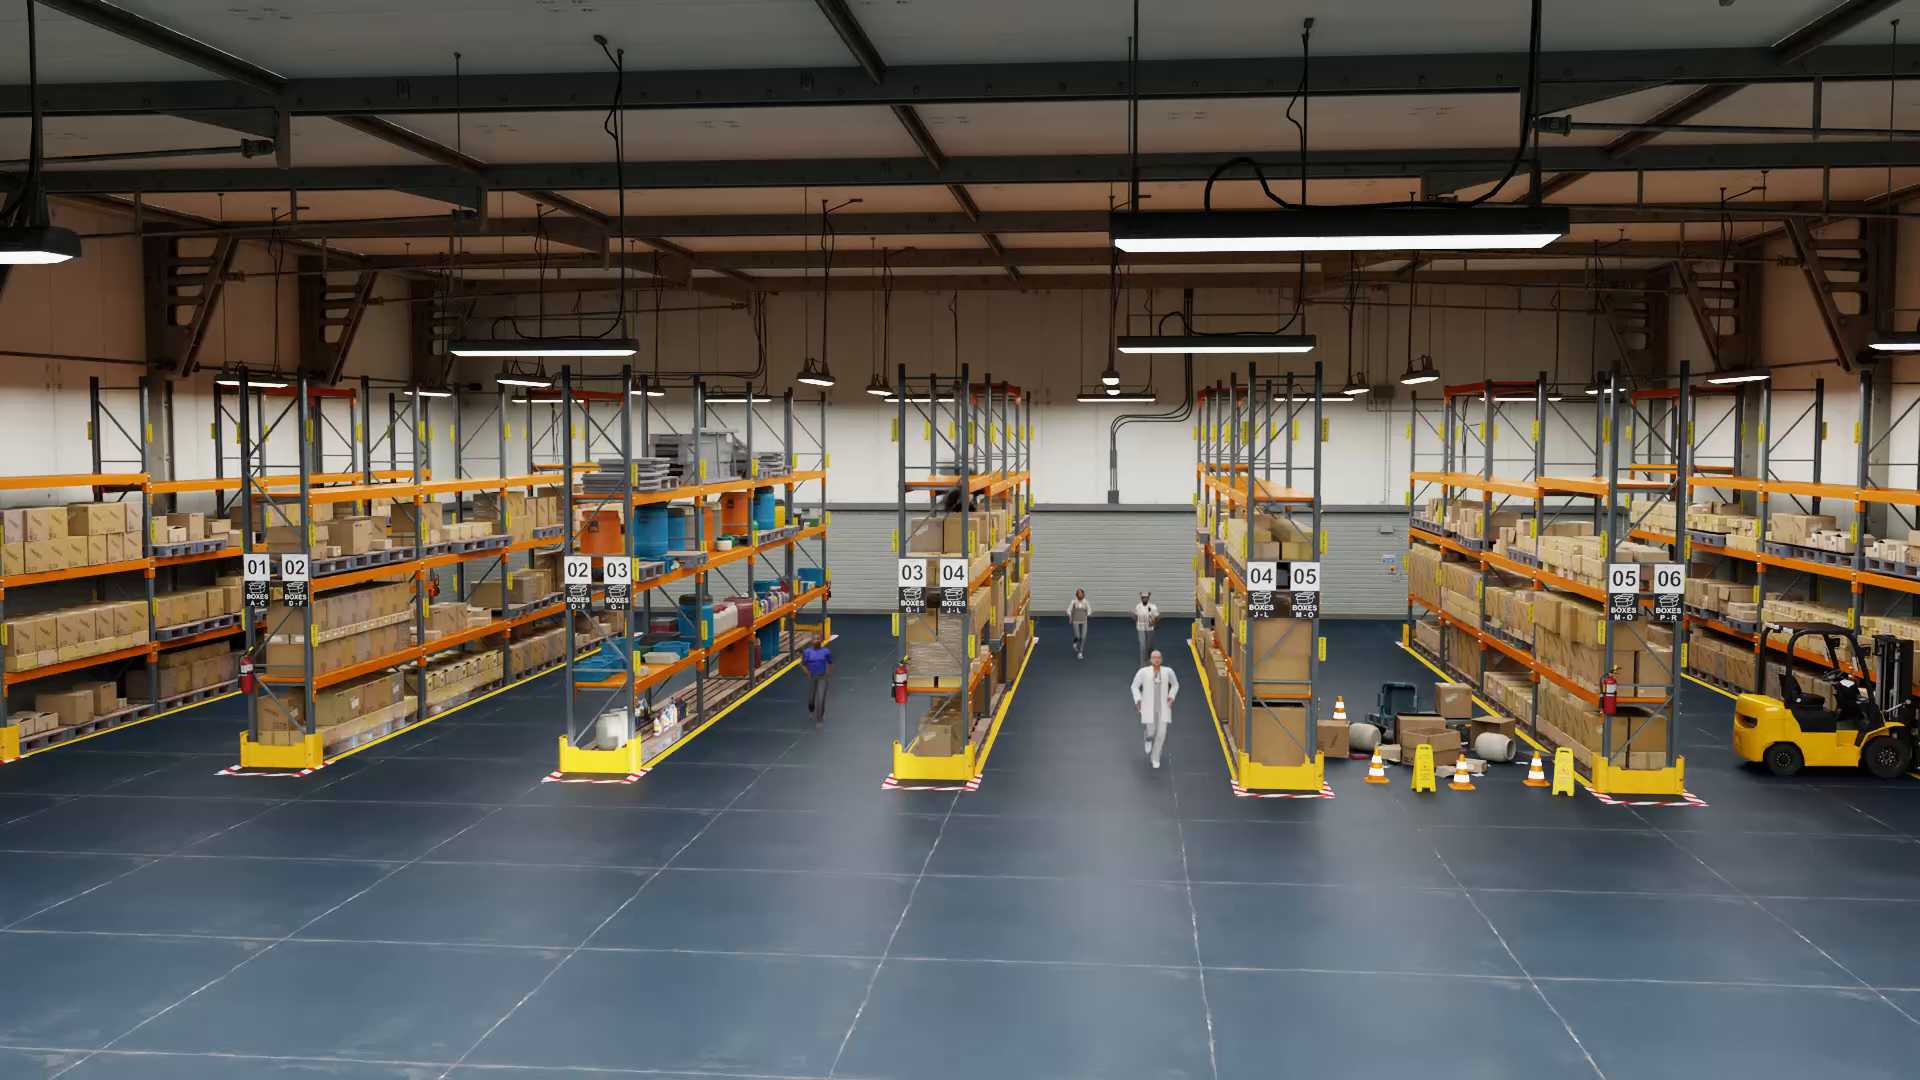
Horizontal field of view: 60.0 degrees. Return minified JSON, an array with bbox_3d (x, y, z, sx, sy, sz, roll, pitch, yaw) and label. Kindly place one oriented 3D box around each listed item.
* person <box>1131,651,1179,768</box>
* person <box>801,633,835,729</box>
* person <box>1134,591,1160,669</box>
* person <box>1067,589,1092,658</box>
[{"bbox_3d":[2.956,2.541,25.146,0.724,1.752,0.653,0,4,-1],"label":"person"},{"bbox_3d":[-2.418,2.385,28.320,0.576,1.593,0.614,0,4,-6],"label":"person"},{"bbox_3d":[3.917,1.897,34.860,0.573,1.696,0.846,1,4,13],"label":"person"},{"bbox_3d":[2.667,1.857,37.037,0.541,1.555,0.543,0,4,-4],"label":"person"}]
